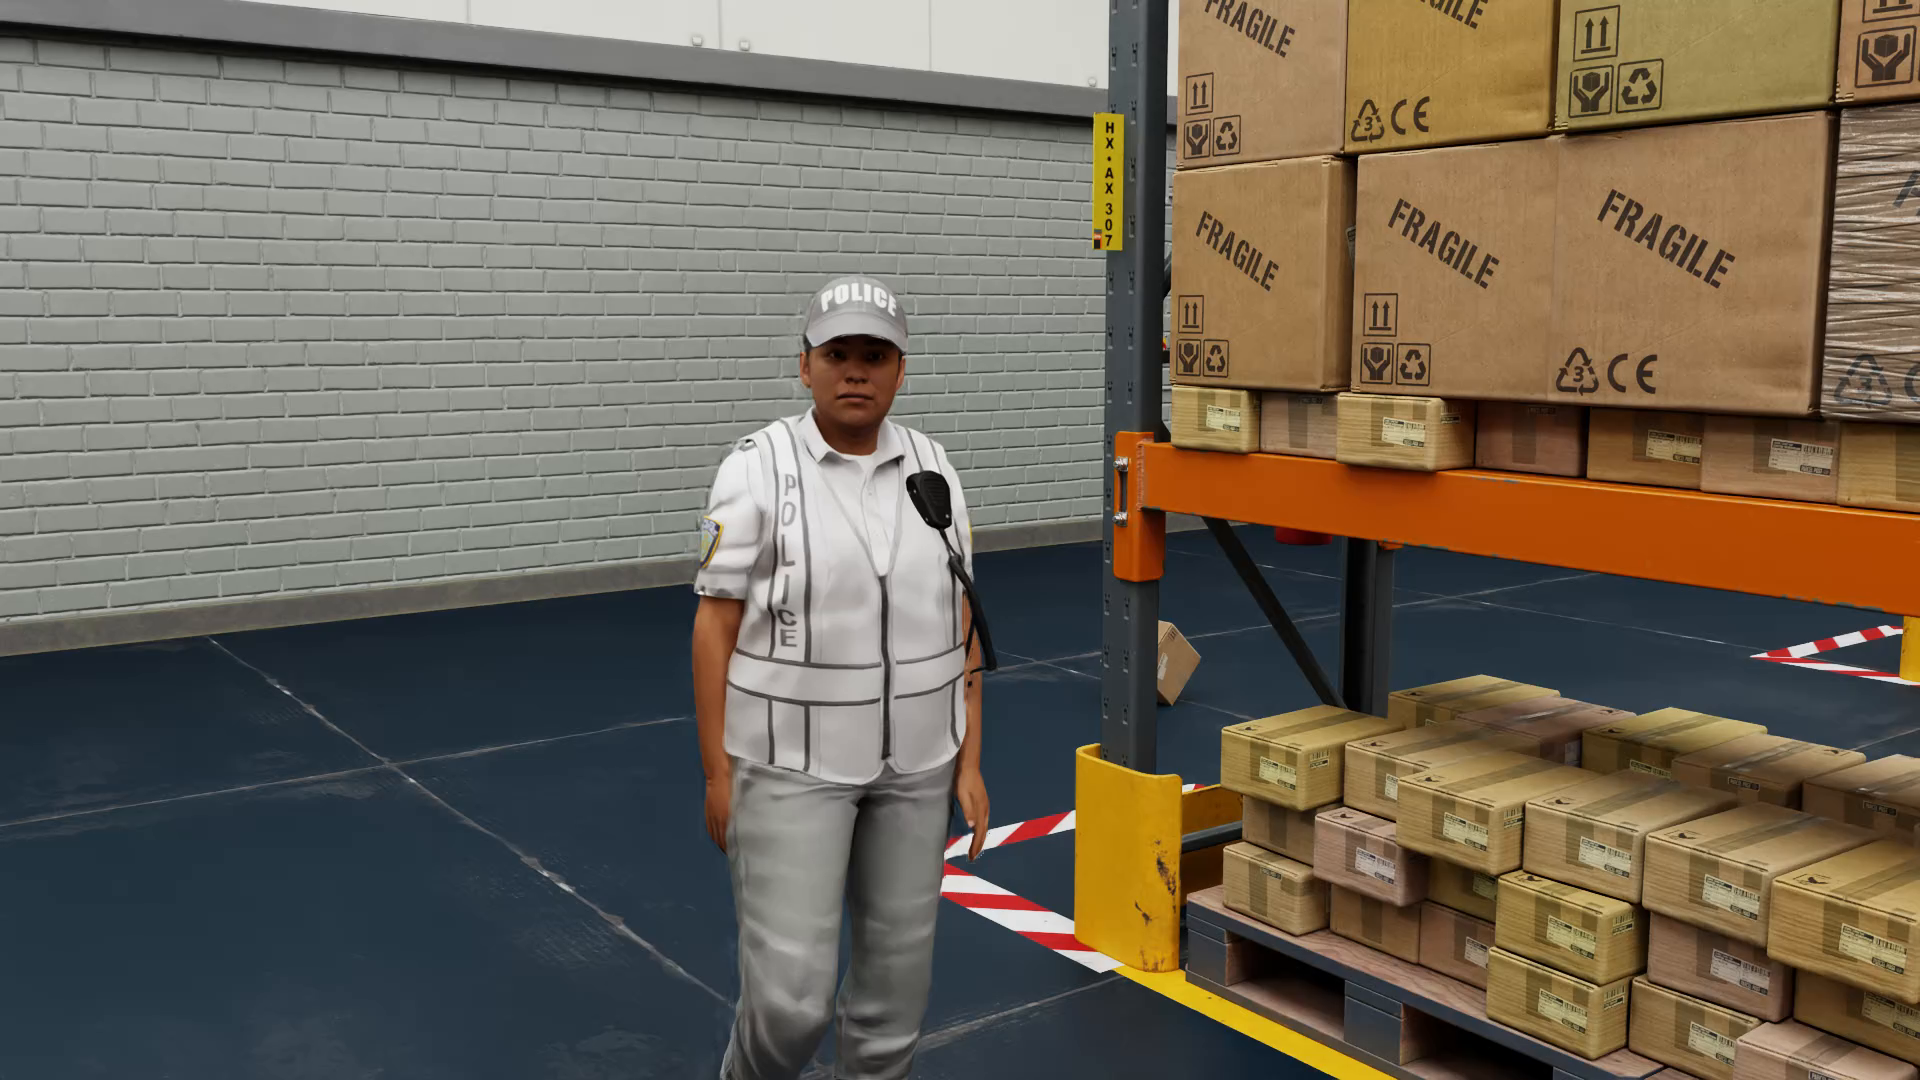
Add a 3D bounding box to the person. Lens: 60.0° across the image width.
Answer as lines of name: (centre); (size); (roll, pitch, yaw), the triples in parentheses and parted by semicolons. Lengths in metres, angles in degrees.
person: (-0.195, 0.391, 2.832); (0.489, 1.660, 0.433); (-4, 9, -28)
